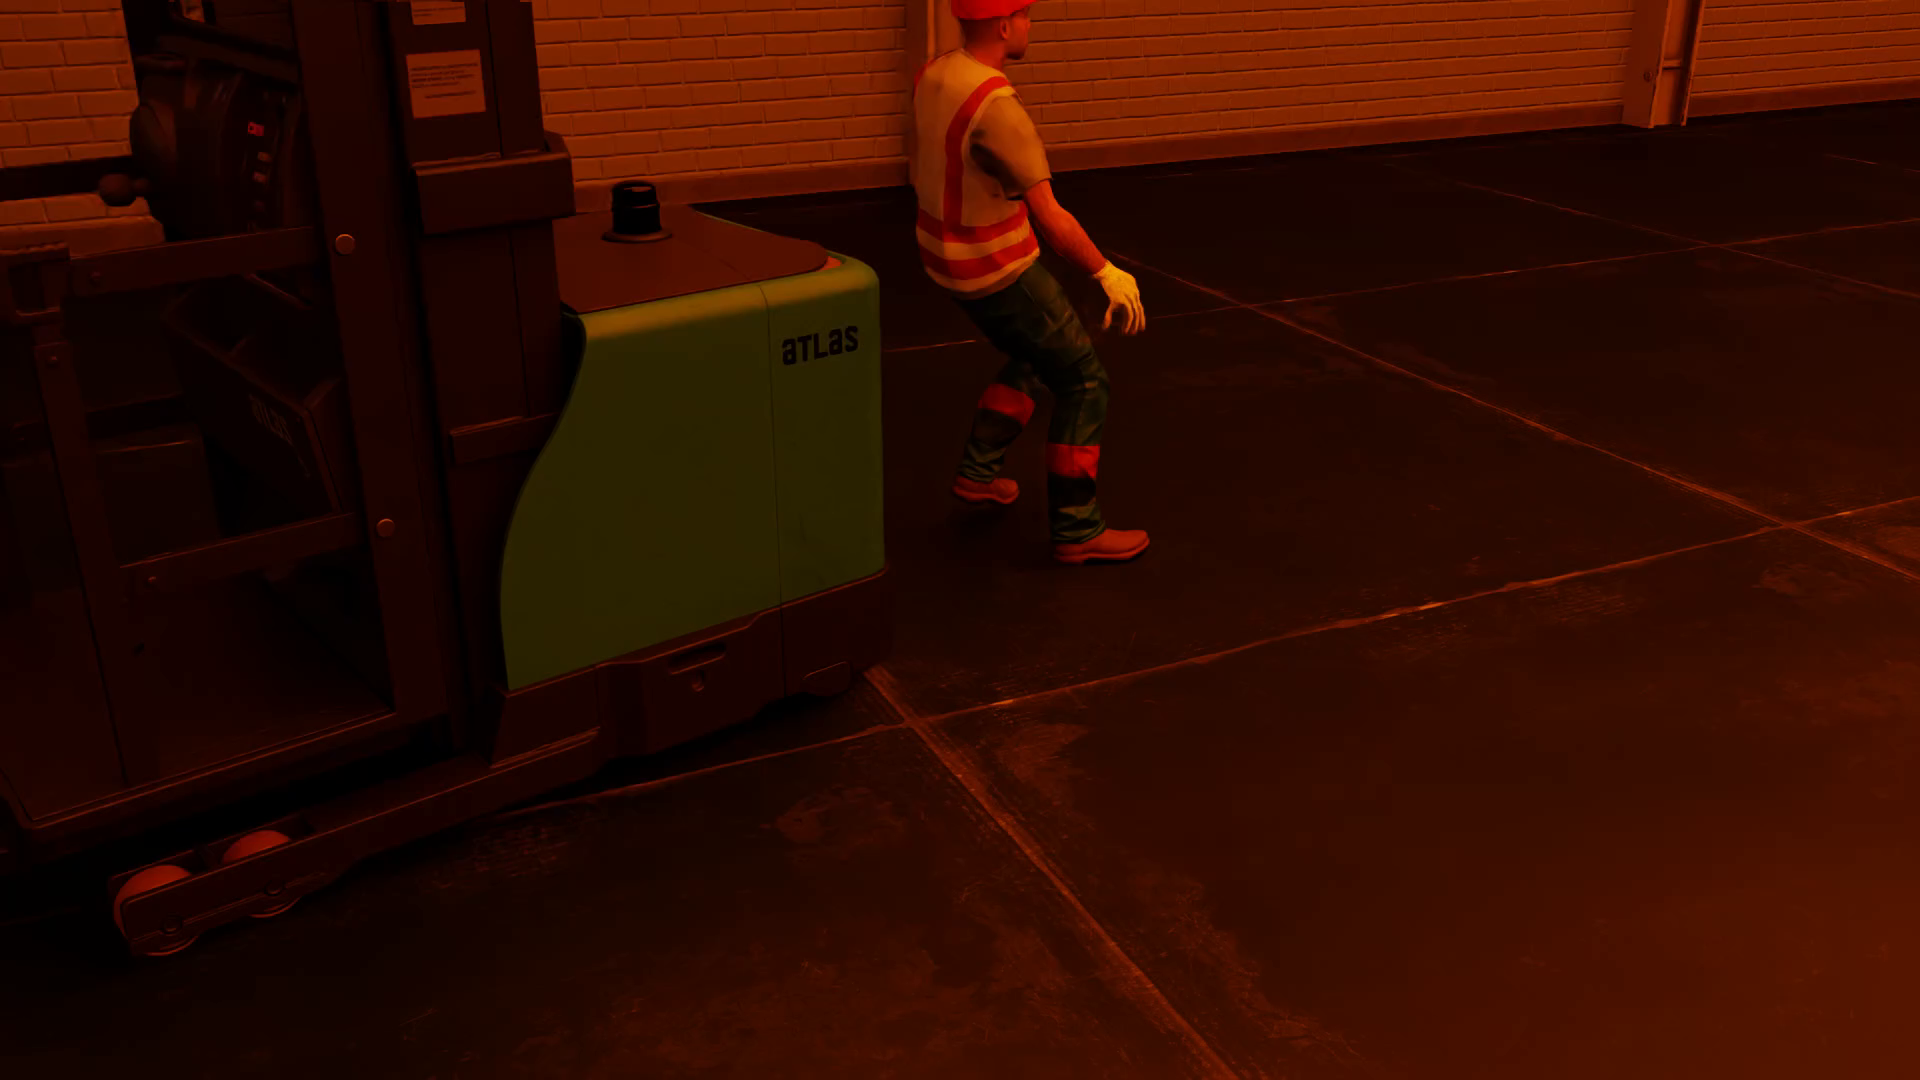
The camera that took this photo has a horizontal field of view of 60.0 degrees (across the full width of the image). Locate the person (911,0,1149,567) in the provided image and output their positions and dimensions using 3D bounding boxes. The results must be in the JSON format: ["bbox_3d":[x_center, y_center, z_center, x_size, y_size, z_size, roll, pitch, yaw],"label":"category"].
[{"bbox_3d":[0.189,-0.804,4.836,0.570,1.700,0.806,-10,24,-22],"label":"person"}]

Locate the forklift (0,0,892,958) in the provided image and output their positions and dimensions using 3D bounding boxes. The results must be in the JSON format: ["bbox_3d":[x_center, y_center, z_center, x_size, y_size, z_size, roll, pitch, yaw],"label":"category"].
[{"bbox_3d":[-1.631,-0.785,3.177,3.031,2.935,1.130,-18,28,-36],"label":"forklift"}]
